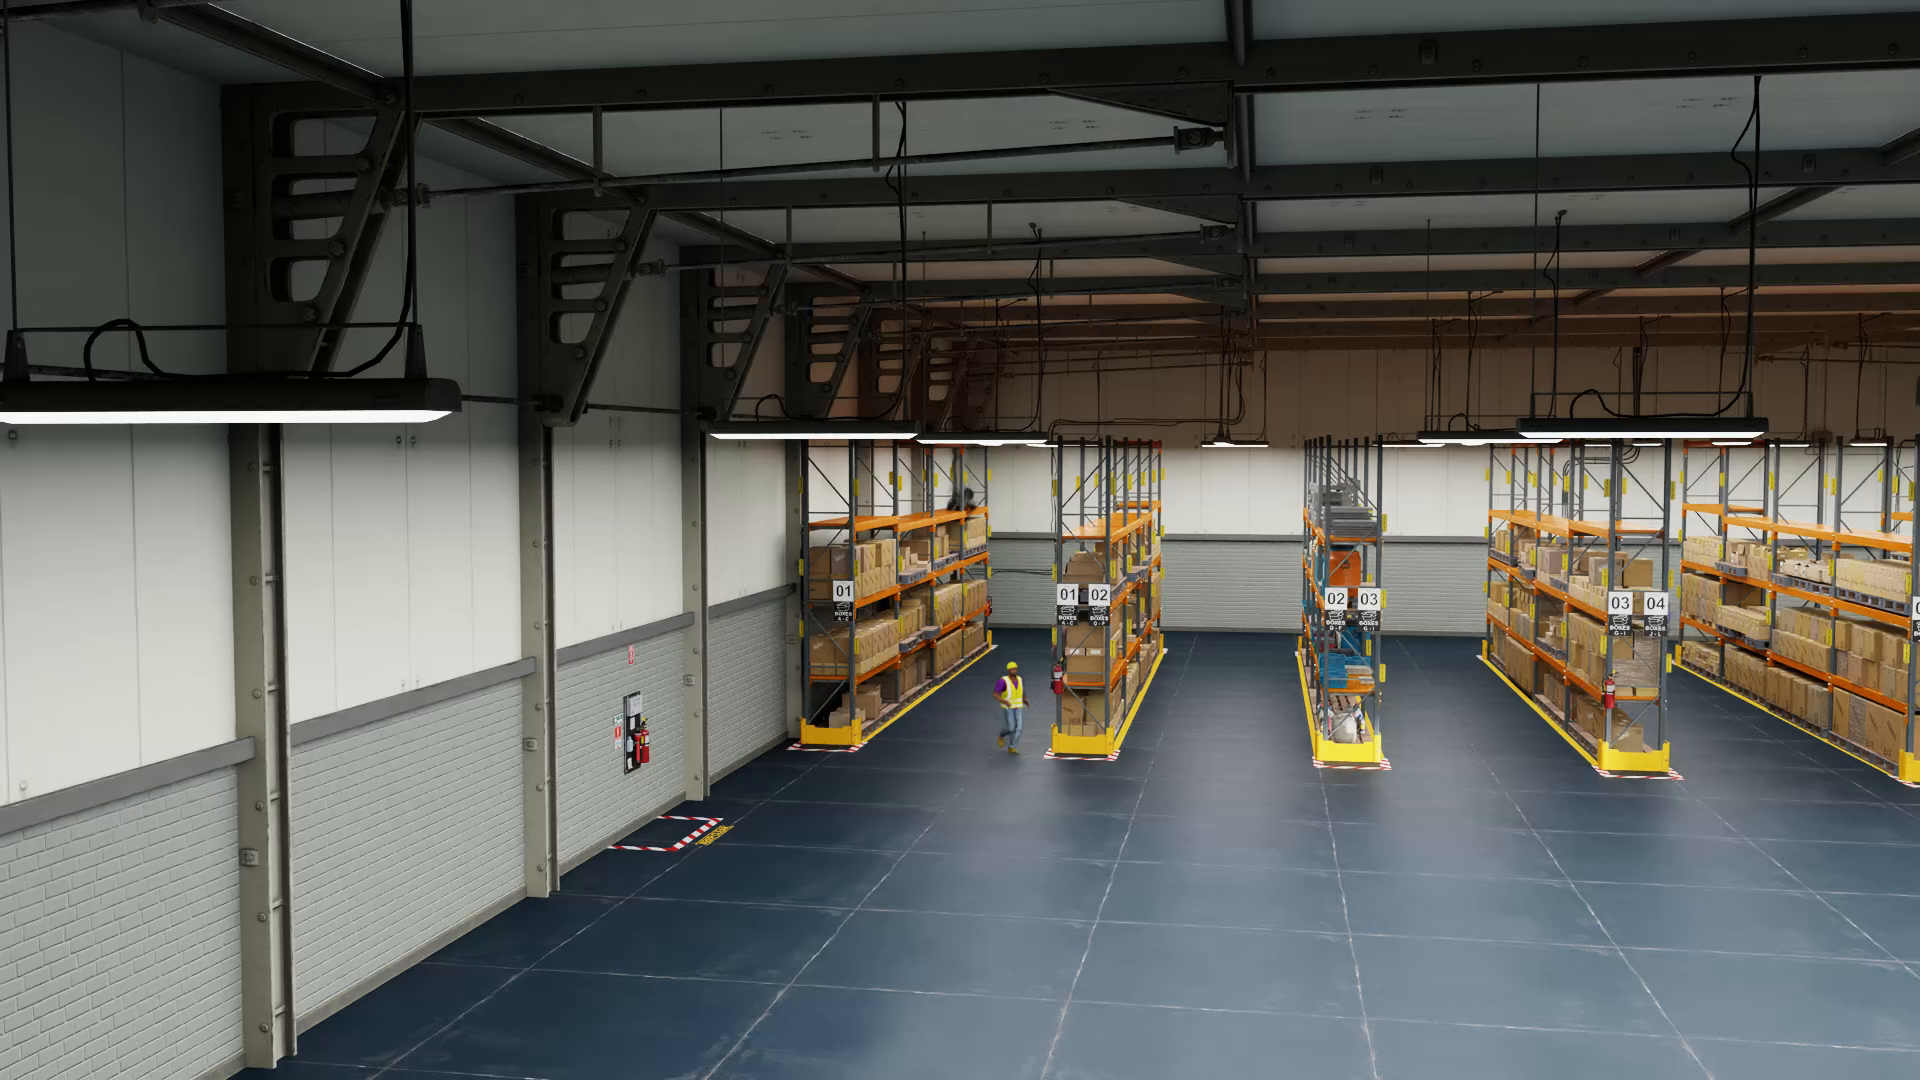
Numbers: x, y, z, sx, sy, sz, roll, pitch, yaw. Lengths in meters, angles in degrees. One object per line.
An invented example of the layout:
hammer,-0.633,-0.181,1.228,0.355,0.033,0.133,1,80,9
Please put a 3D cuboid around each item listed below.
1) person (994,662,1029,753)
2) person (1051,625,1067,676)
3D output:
person,0.965,3.159,31.434,0.689,1.722,0.597,-2,4,-30
person,2.512,2.689,40.203,0.703,1.750,0.878,1,3,15
